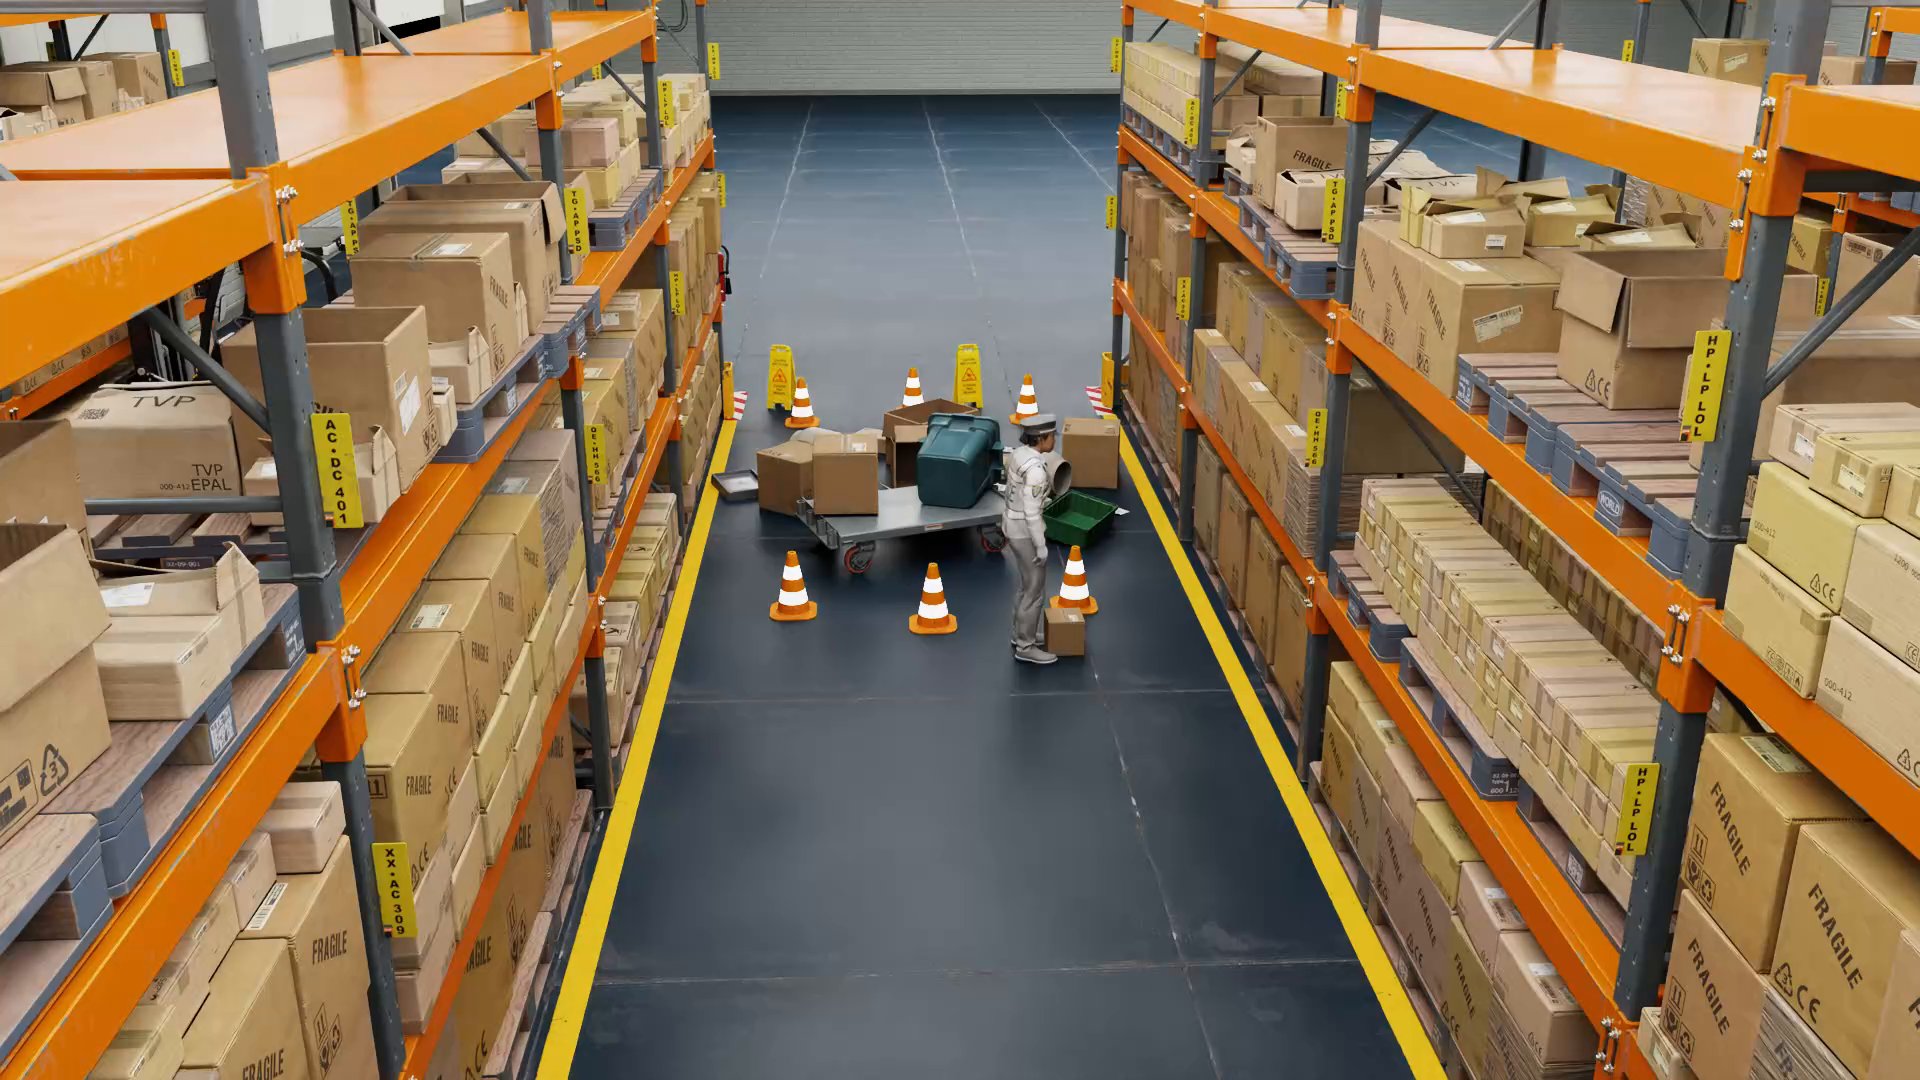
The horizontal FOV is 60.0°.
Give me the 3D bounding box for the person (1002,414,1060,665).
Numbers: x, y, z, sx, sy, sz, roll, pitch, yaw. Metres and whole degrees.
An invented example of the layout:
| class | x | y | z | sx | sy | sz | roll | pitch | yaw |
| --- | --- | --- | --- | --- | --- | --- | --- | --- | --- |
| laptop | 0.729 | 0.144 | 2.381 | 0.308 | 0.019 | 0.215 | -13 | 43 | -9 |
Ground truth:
| class | x | y | z | sx | sy | sz | roll | pitch | yaw |
| --- | --- | --- | --- | --- | --- | --- | --- | --- | --- |
| person | 0.473 | -0.028 | 11.144 | 0.371 | 1.666 | 0.547 | -2 | 21 | -6 |
